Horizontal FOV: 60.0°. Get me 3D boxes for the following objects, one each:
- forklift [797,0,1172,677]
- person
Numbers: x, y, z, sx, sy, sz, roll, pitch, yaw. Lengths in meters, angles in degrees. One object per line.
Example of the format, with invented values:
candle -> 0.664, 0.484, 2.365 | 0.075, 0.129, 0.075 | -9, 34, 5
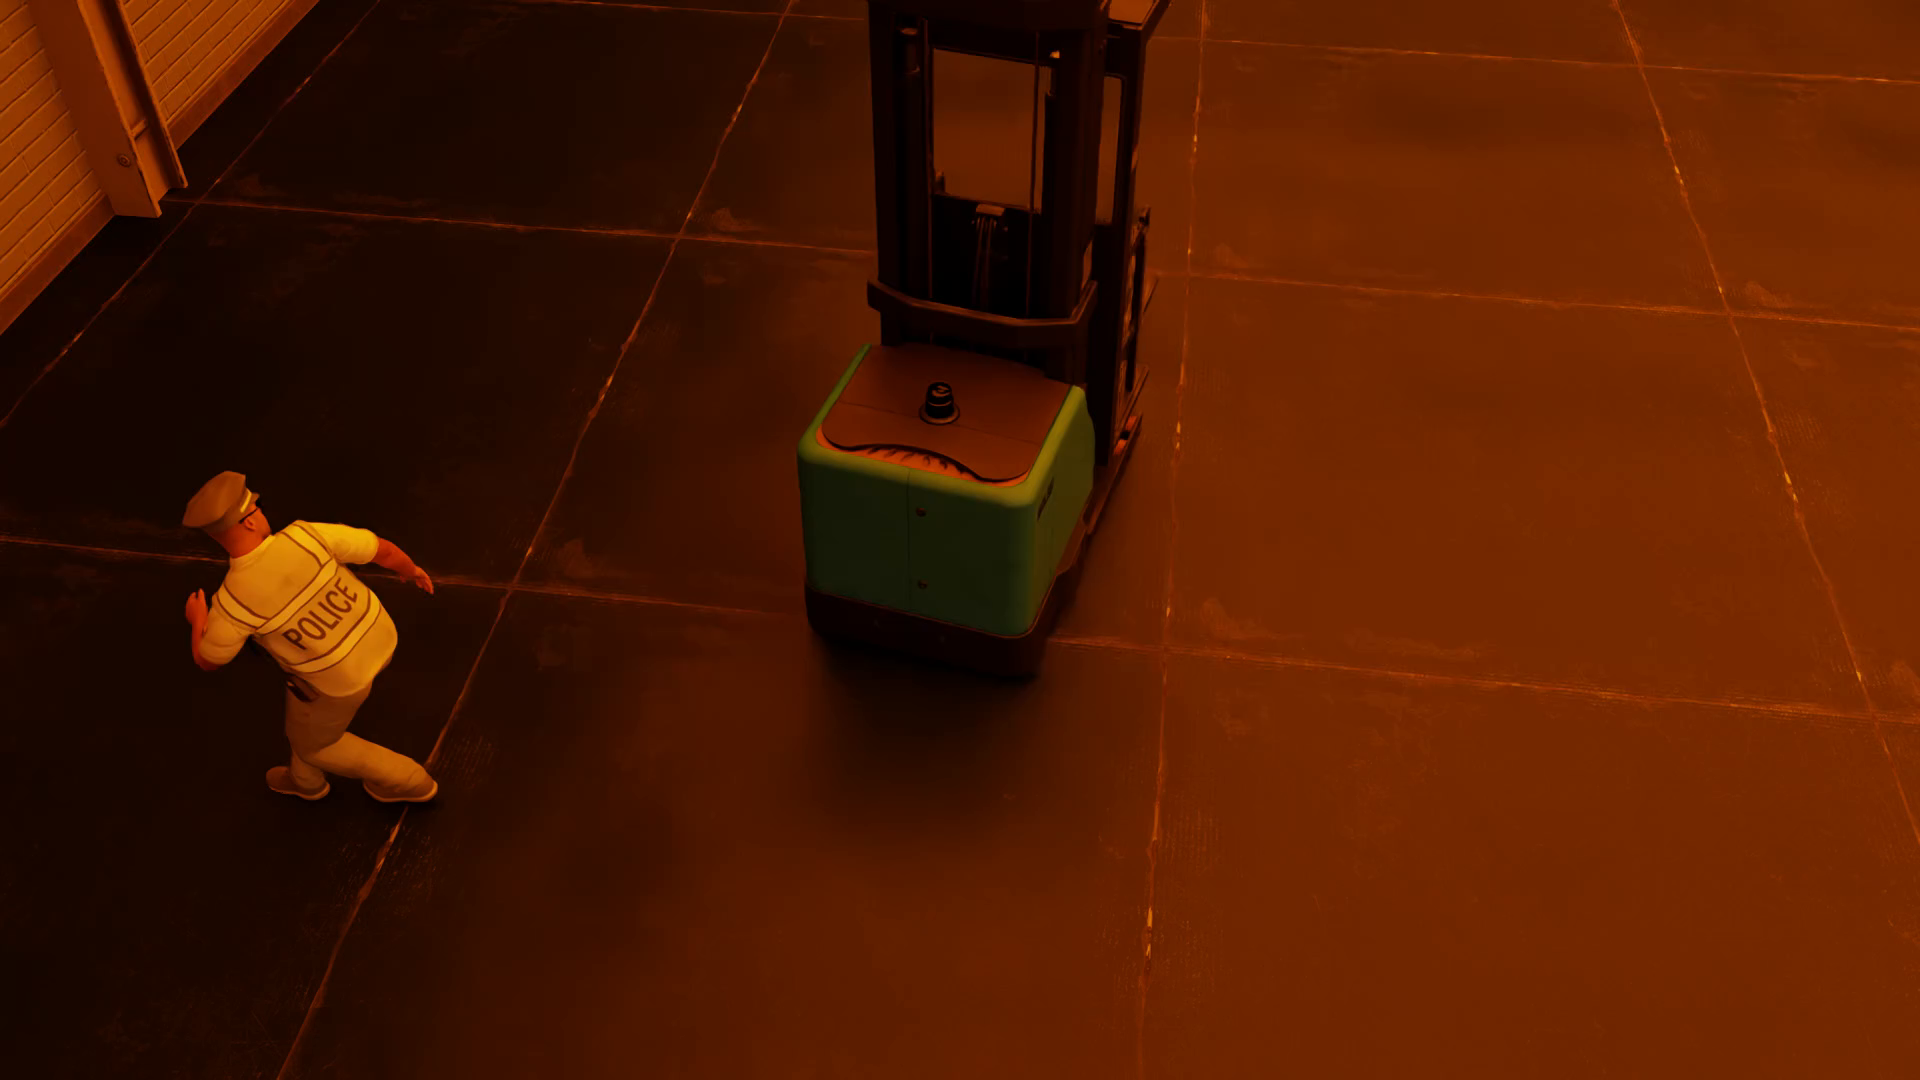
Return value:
forklift -> 0.281, -1.501, 7.359 | 1.130, 2.935, 3.031 | 13, 44, 14
person -> -2.481, 0.354, 6.326 | 0.838, 1.649, 0.814 | 14, 44, 15
